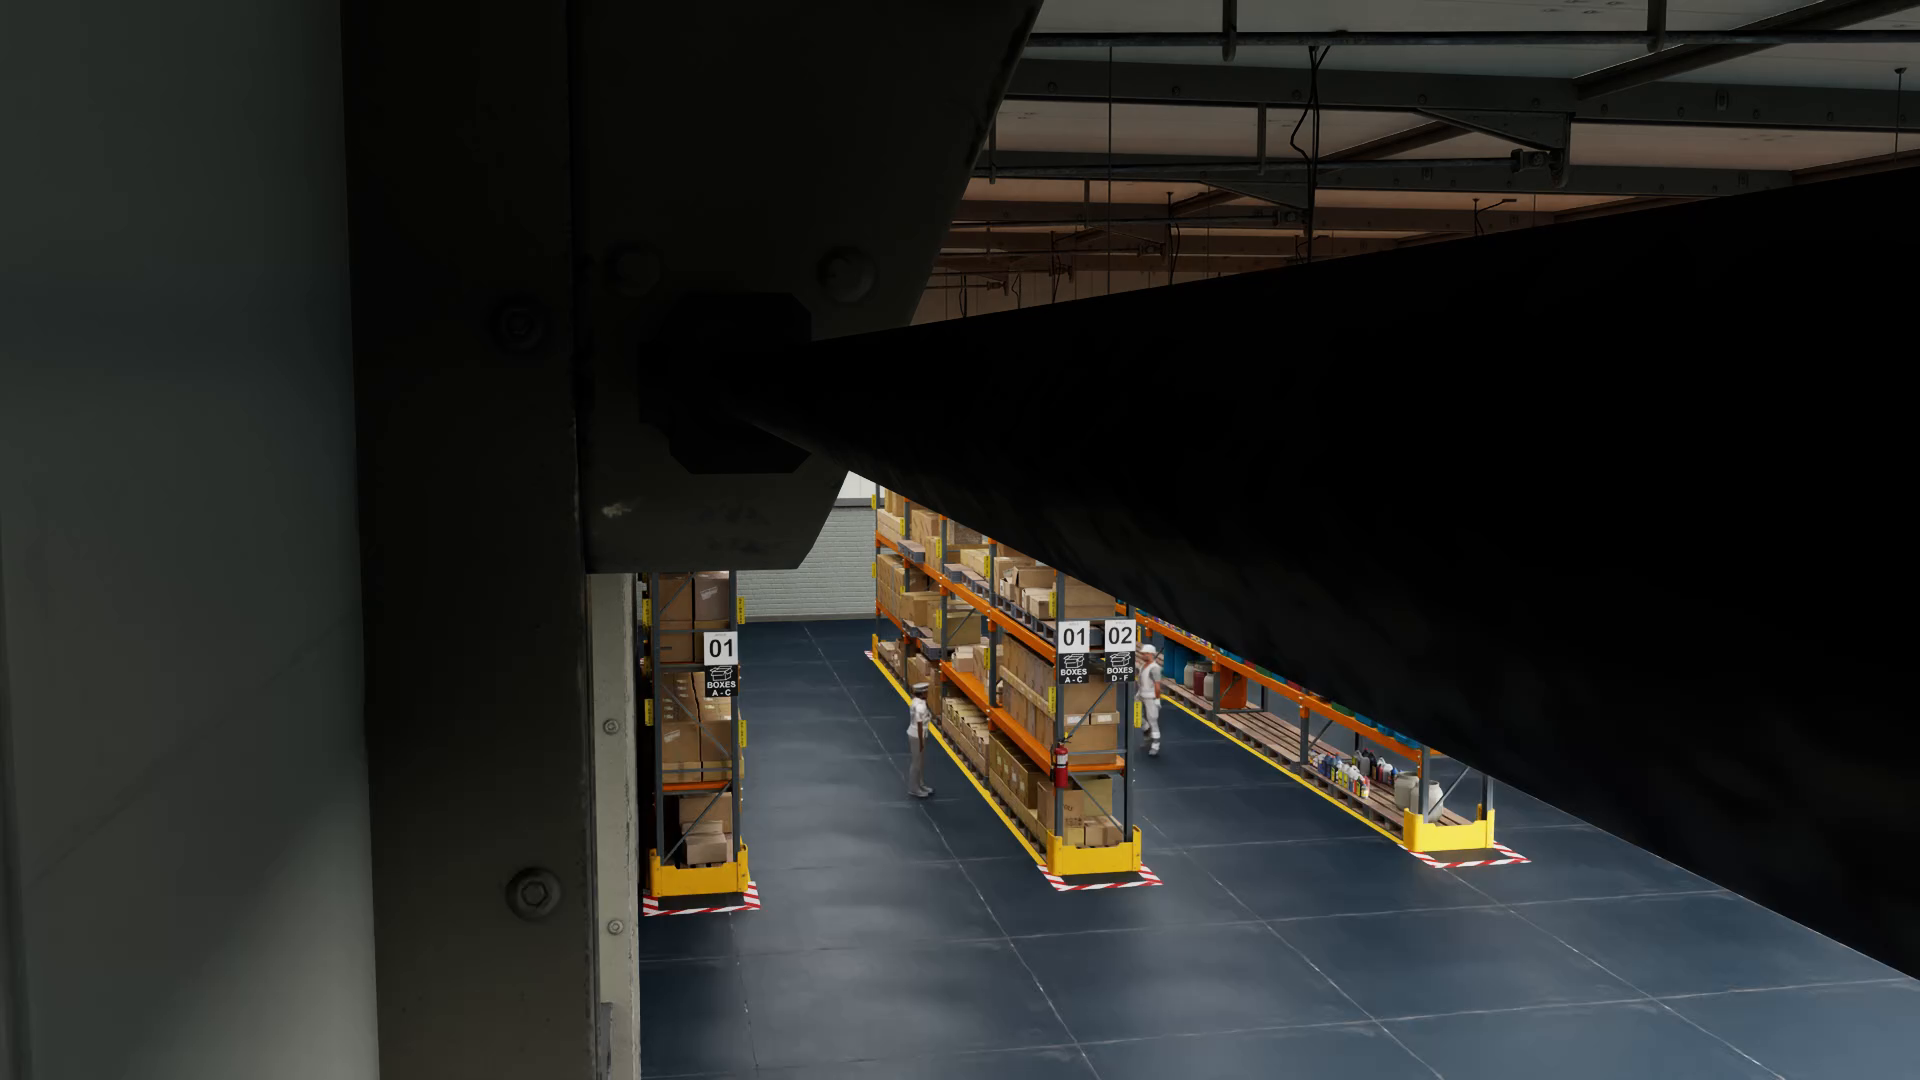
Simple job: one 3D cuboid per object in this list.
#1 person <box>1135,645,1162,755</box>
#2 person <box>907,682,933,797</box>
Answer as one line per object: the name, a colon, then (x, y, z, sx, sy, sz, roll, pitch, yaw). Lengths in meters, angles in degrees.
person: (3.135, 2.610, 27.425, 0.402, 1.793, 0.602, -2, 6, -20)
person: (-0.597, 2.963, 24.757, 0.380, 1.673, 0.461, -1, 6, -7)
